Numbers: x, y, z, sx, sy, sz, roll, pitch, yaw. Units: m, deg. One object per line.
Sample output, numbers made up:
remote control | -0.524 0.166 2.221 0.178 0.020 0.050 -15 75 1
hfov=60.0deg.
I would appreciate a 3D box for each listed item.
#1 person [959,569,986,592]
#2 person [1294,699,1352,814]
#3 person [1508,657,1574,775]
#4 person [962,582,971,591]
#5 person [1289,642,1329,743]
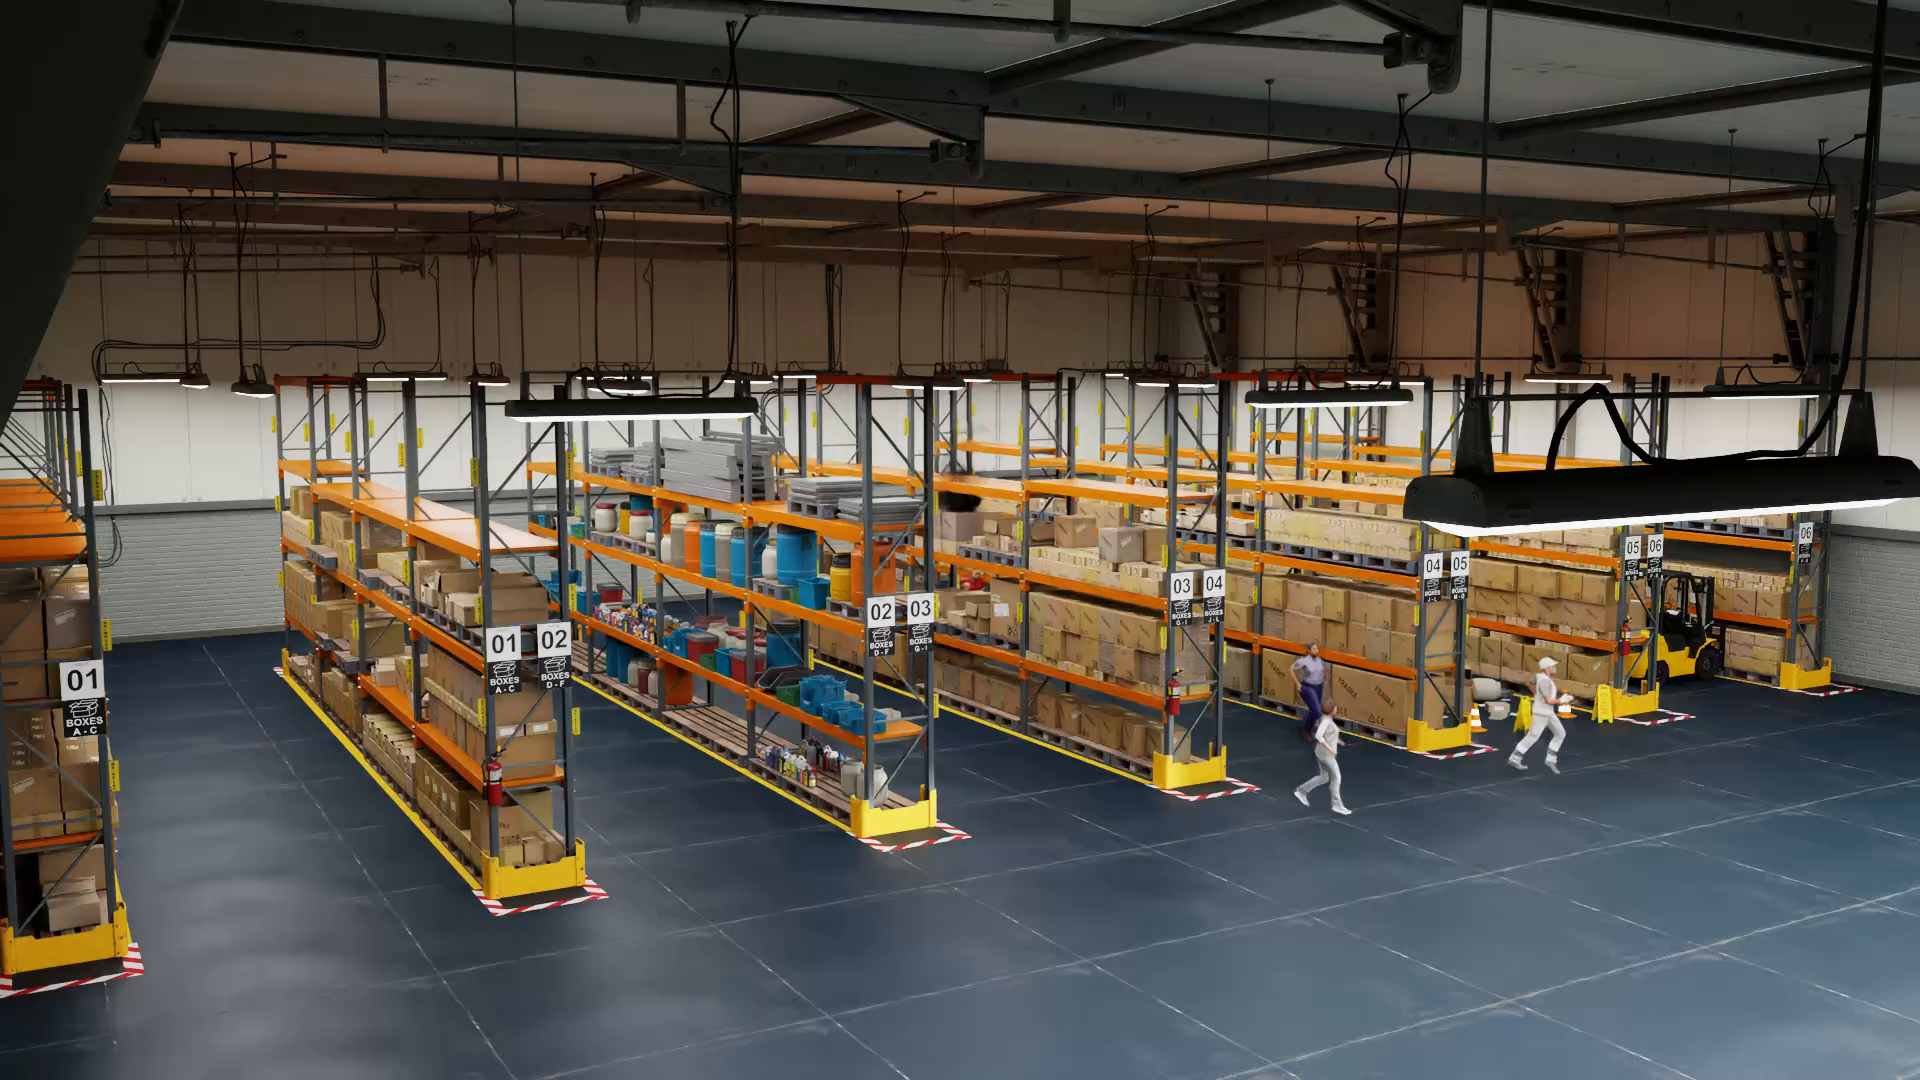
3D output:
person | 0.212 1.464 36.967 0.656 1.718 0.962 -5 8 -37
person | 5.075 3.010 23.180 0.774 1.599 0.559 0 6 3
person | 8.862 2.674 25.336 0.908 1.817 0.676 3 7 24
person | 0.147 1.728 34.313 0.628 1.707 0.683 -5 8 -41
person | 5.824 2.518 27.482 0.577 1.660 0.672 -5 8 -36
